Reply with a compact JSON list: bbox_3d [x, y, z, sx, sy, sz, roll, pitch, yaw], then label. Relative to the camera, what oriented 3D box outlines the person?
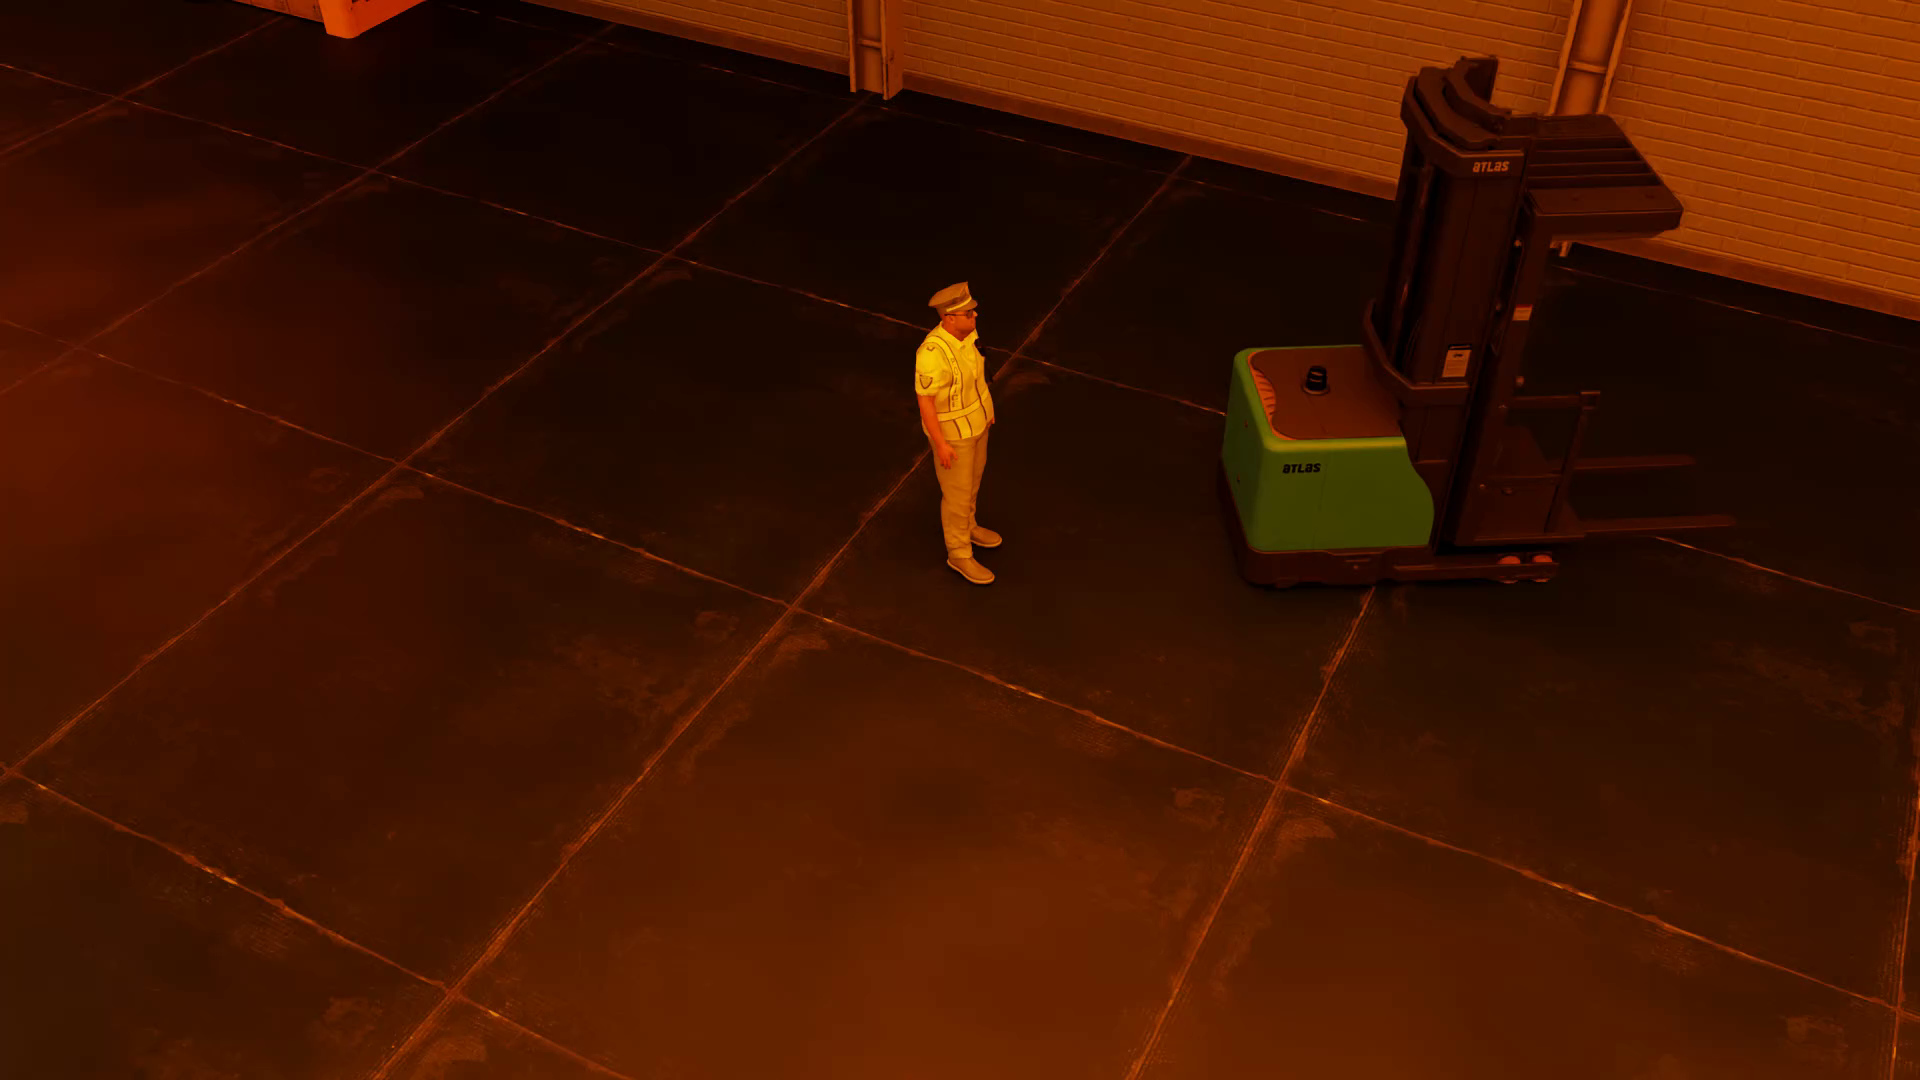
[{"bbox_3d":[0.063,-0.657,9.648,0.575,1.781,0.640,18,43,21],"label":"person"}]

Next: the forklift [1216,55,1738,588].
[{"bbox_3d":[3.163,-1.201,9.412,3.031,2.935,1.130,-2,40,-3],"label":"forklift"}]
